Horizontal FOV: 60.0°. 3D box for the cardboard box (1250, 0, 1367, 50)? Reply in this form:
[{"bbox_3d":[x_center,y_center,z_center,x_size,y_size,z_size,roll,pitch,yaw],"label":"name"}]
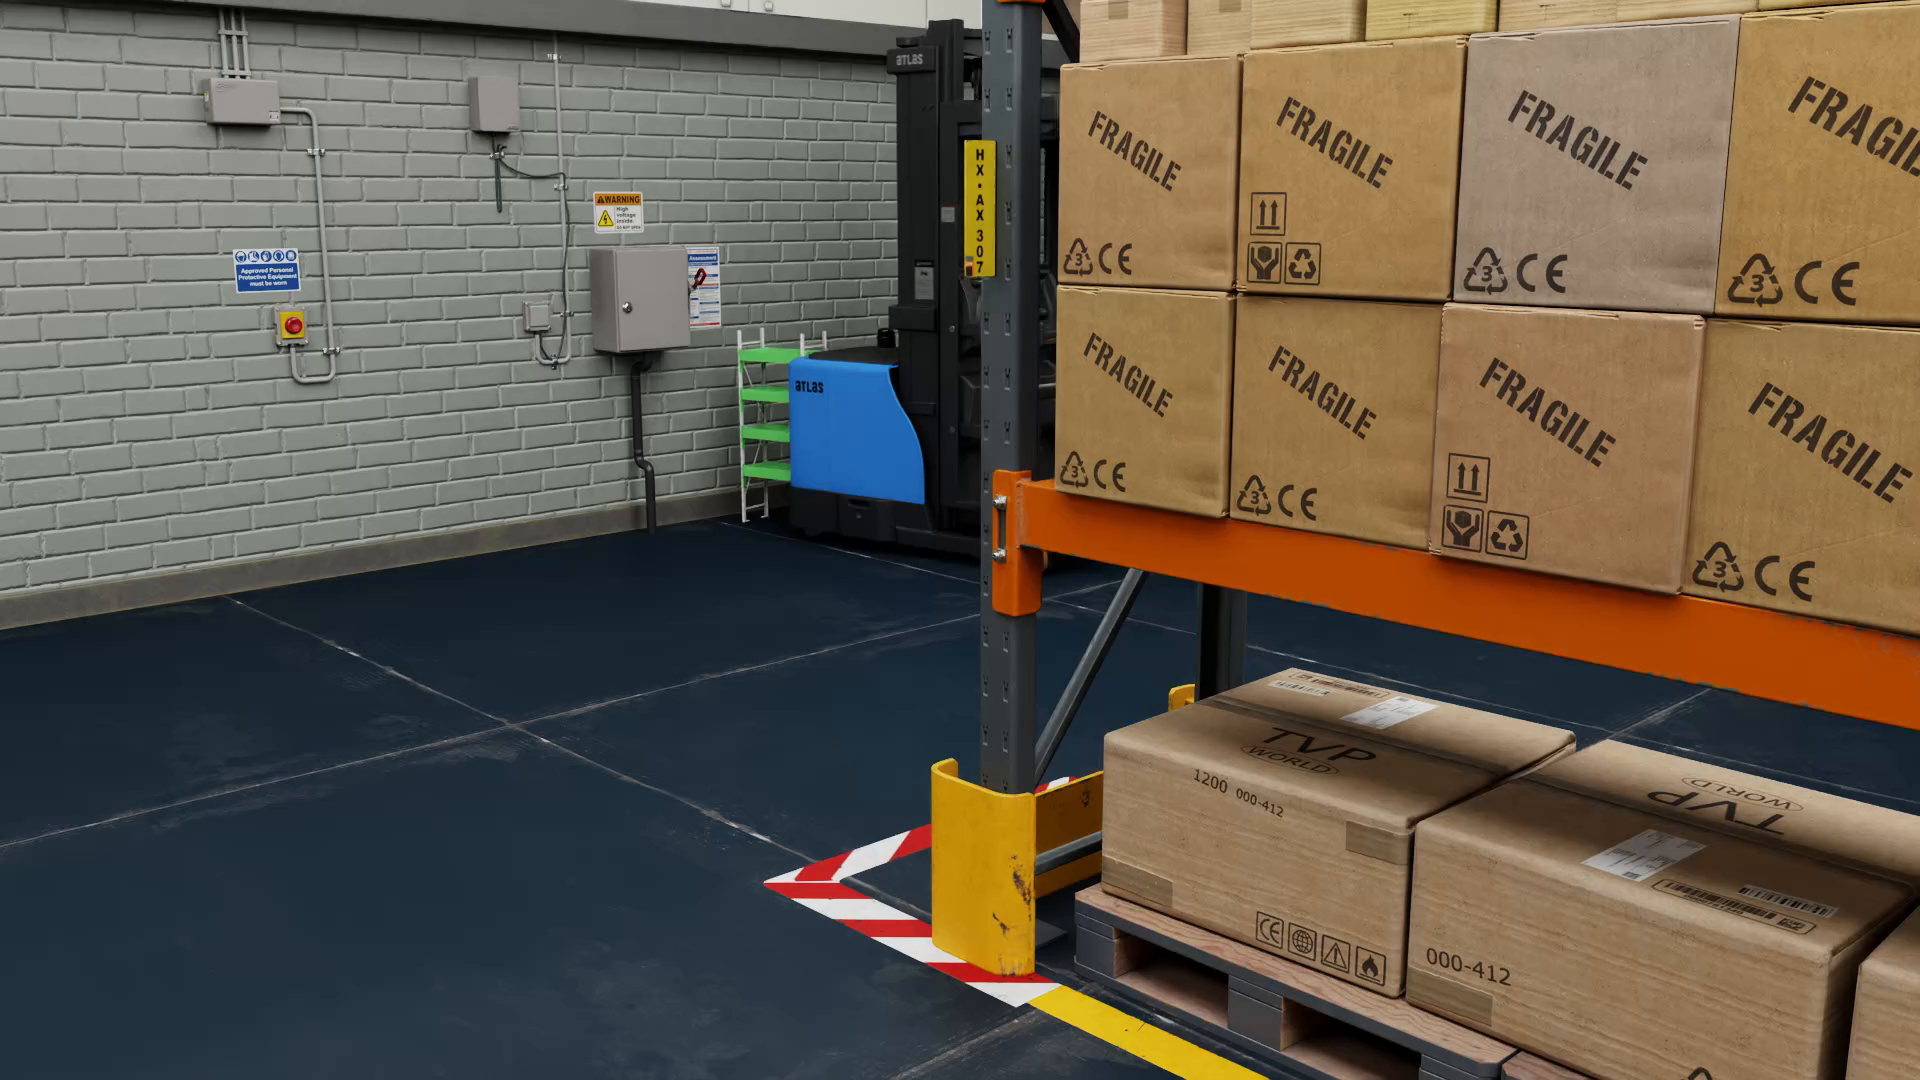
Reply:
[{"bbox_3d":[0.828,-1.105,3.507,0.380,0.149,0.250,-10,15,-41],"label":"cardboard box"}]

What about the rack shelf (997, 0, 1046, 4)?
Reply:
[{"bbox_3d":[1.835,-1.246,2.875,1.077,0.370,4.000,-11,16,-43],"label":"rack shelf"}]

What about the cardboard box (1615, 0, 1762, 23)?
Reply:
[{"bbox_3d":[1.384,-0.996,2.978,0.380,0.149,0.250,-11,16,-42],"label":"cardboard box"}]

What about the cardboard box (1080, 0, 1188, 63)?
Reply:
[{"bbox_3d":[0.499,-1.187,3.907,0.380,0.149,0.250,-10,16,-41],"label":"cardboard box"}]

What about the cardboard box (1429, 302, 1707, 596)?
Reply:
[{"bbox_3d":[1.286,-0.213,3.265,0.500,0.500,0.500,-11,16,-43],"label":"cardboard box"}]

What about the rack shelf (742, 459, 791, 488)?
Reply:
[{"bbox_3d":[-1.092,-0.395,10.361,0.480,0.148,0.258,7,14,32],"label":"rack shelf"}]

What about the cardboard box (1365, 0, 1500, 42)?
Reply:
[{"bbox_3d":[1.023,-1.069,3.333,0.250,0.149,0.380,11,16,43],"label":"cardboard box"}]

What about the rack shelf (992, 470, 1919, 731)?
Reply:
[{"bbox_3d":[1.835,0.223,3.178,1.077,0.370,4.000,-11,16,-43],"label":"rack shelf"}]

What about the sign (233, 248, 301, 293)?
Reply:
[{"bbox_3d":[-3.534,-1.375,8.484,0.327,0.218,0.001,-11,16,-43],"label":"sign"}]

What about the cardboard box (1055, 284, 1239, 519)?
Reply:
[{"bbox_3d":[0.578,-0.360,3.977,0.500,0.500,0.500,-11,16,-43],"label":"cardboard box"}]

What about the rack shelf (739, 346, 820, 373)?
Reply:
[{"bbox_3d":[-1.092,-1.100,10.216,0.480,0.148,0.258,7,14,32],"label":"rack shelf"}]

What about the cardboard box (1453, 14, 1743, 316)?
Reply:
[{"bbox_3d":[1.303,-0.702,3.157,0.500,0.500,0.500,-11,16,-43],"label":"cardboard box"}]

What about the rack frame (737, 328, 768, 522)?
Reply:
[{"bbox_3d":[-1.298,-0.719,10.429,0.015,1.200,0.240,7,14,32],"label":"rack frame"}]

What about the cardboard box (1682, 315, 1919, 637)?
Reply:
[{"bbox_3d":[1.644,-0.143,2.922,0.500,0.500,0.500,-10,15,-41],"label":"cardboard box"}]

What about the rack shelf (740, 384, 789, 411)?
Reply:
[{"bbox_3d":[-1.092,-0.865,10.264,0.480,0.148,0.258,7,14,32],"label":"rack shelf"}]

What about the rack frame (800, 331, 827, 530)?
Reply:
[{"bbox_3d":[-0.887,-0.666,10.171,0.015,1.200,0.240,7,14,32],"label":"rack frame"}]

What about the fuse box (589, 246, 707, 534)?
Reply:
[{"bbox_3d":[-1.837,-0.881,9.948,0.539,1.711,0.414,-11,16,-43],"label":"fuse box"}]

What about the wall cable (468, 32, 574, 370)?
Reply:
[{"bbox_3d":[-2.439,-1.938,9.365,0.588,1.984,0.122,-11,16,-43],"label":"wall cable"}]

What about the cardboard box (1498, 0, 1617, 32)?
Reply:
[{"bbox_3d":[1.242,-1.038,3.183,0.380,0.149,0.250,-11,16,-42],"label":"cardboard box"}]

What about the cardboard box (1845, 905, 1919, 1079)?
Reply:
[{"bbox_3d":[2.242,0.975,3.056,0.875,0.438,0.875,11,16,43],"label":"cardboard box"}]

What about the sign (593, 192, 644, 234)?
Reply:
[{"bbox_3d":[-2.020,-1.939,9.844,0.339,0.242,0.001,-11,16,-43],"label":"sign"}]

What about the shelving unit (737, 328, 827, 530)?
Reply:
[{"bbox_3d":[-1.092,-0.693,10.300,0.503,1.200,0.258,7,14,32],"label":"shelving unit"}]

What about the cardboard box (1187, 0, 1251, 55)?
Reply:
[{"bbox_3d":[0.732,-1.159,3.769,0.380,0.149,0.250,-10,16,-41],"label":"cardboard box"}]

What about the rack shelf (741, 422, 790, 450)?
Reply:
[{"bbox_3d":[-1.092,-0.630,10.313,0.480,0.148,0.258,7,14,32],"label":"rack shelf"}]

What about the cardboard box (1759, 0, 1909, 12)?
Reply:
[{"bbox_3d":[1.540,-0.955,2.780,0.250,0.149,0.380,11,16,44],"label":"cardboard box"}]

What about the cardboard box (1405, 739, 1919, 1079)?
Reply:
[{"bbox_3d":[1.620,0.843,3.695,0.875,0.438,0.875,-10,16,-41],"label":"cardboard box"}]

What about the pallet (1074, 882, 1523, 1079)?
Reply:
[{"bbox_3d":[1.063,1.051,4.290,1.003,0.211,1.213,-11,16,-43],"label":"pallet"}]

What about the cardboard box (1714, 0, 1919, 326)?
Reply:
[{"bbox_3d":[1.648,-0.629,2.805,0.500,0.500,0.500,-11,16,-42],"label":"cardboard box"}]

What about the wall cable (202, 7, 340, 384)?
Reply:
[{"bbox_3d":[-3.457,-1.754,8.395,0.585,1.953,0.123,-11,16,-43],"label":"wall cable"}]

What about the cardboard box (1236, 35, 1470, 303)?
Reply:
[{"bbox_3d":[0.941,-0.776,3.517,0.500,0.500,0.500,11,16,44],"label":"cardboard box"}]

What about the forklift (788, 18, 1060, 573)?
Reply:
[{"bbox_3d":[0.462,-1.361,9.253,3.031,2.935,1.130,8,14,35],"label":"forklift"}]

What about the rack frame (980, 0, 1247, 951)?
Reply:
[{"bbox_3d":[0.454,-0.421,4.522,1.000,3.000,0.127,-11,16,-43],"label":"rack frame"}]

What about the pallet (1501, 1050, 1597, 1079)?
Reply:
[{"bbox_3d":[1.901,1.228,3.426,1.003,0.211,1.213,-11,16,-43],"label":"pallet"}]

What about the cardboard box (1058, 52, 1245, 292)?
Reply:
[{"bbox_3d":[0.580,-0.850,3.878,0.500,0.500,0.500,-11,16,-44],"label":"cardboard box"}]

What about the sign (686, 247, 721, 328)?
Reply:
[{"bbox_3d":[-1.622,-1.565,10.308,0.329,0.494,0.001,-11,16,-43],"label":"sign"}]

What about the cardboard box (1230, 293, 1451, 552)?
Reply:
[{"bbox_3d":[0.947,-0.290,3.638,0.500,0.500,0.500,-11,16,-43],"label":"cardboard box"}]

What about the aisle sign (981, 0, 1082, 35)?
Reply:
[{"bbox_3d":[0.195,-1.664,4.114,0.394,0.787,0.004,-11,16,-43],"label":"aisle sign"}]

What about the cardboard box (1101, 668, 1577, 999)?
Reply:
[{"bbox_3d":[0.982,0.711,4.338,0.875,0.438,0.875,11,16,43],"label":"cardboard box"}]

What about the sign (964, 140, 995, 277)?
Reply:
[{"bbox_3d":[0.049,-0.807,4.055,0.100,0.325,0.005,-11,16,-43],"label":"sign"}]

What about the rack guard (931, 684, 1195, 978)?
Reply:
[{"bbox_3d":[0.438,0.800,4.791,1.175,0.500,0.348,-11,16,-43],"label":"rack guard"}]
